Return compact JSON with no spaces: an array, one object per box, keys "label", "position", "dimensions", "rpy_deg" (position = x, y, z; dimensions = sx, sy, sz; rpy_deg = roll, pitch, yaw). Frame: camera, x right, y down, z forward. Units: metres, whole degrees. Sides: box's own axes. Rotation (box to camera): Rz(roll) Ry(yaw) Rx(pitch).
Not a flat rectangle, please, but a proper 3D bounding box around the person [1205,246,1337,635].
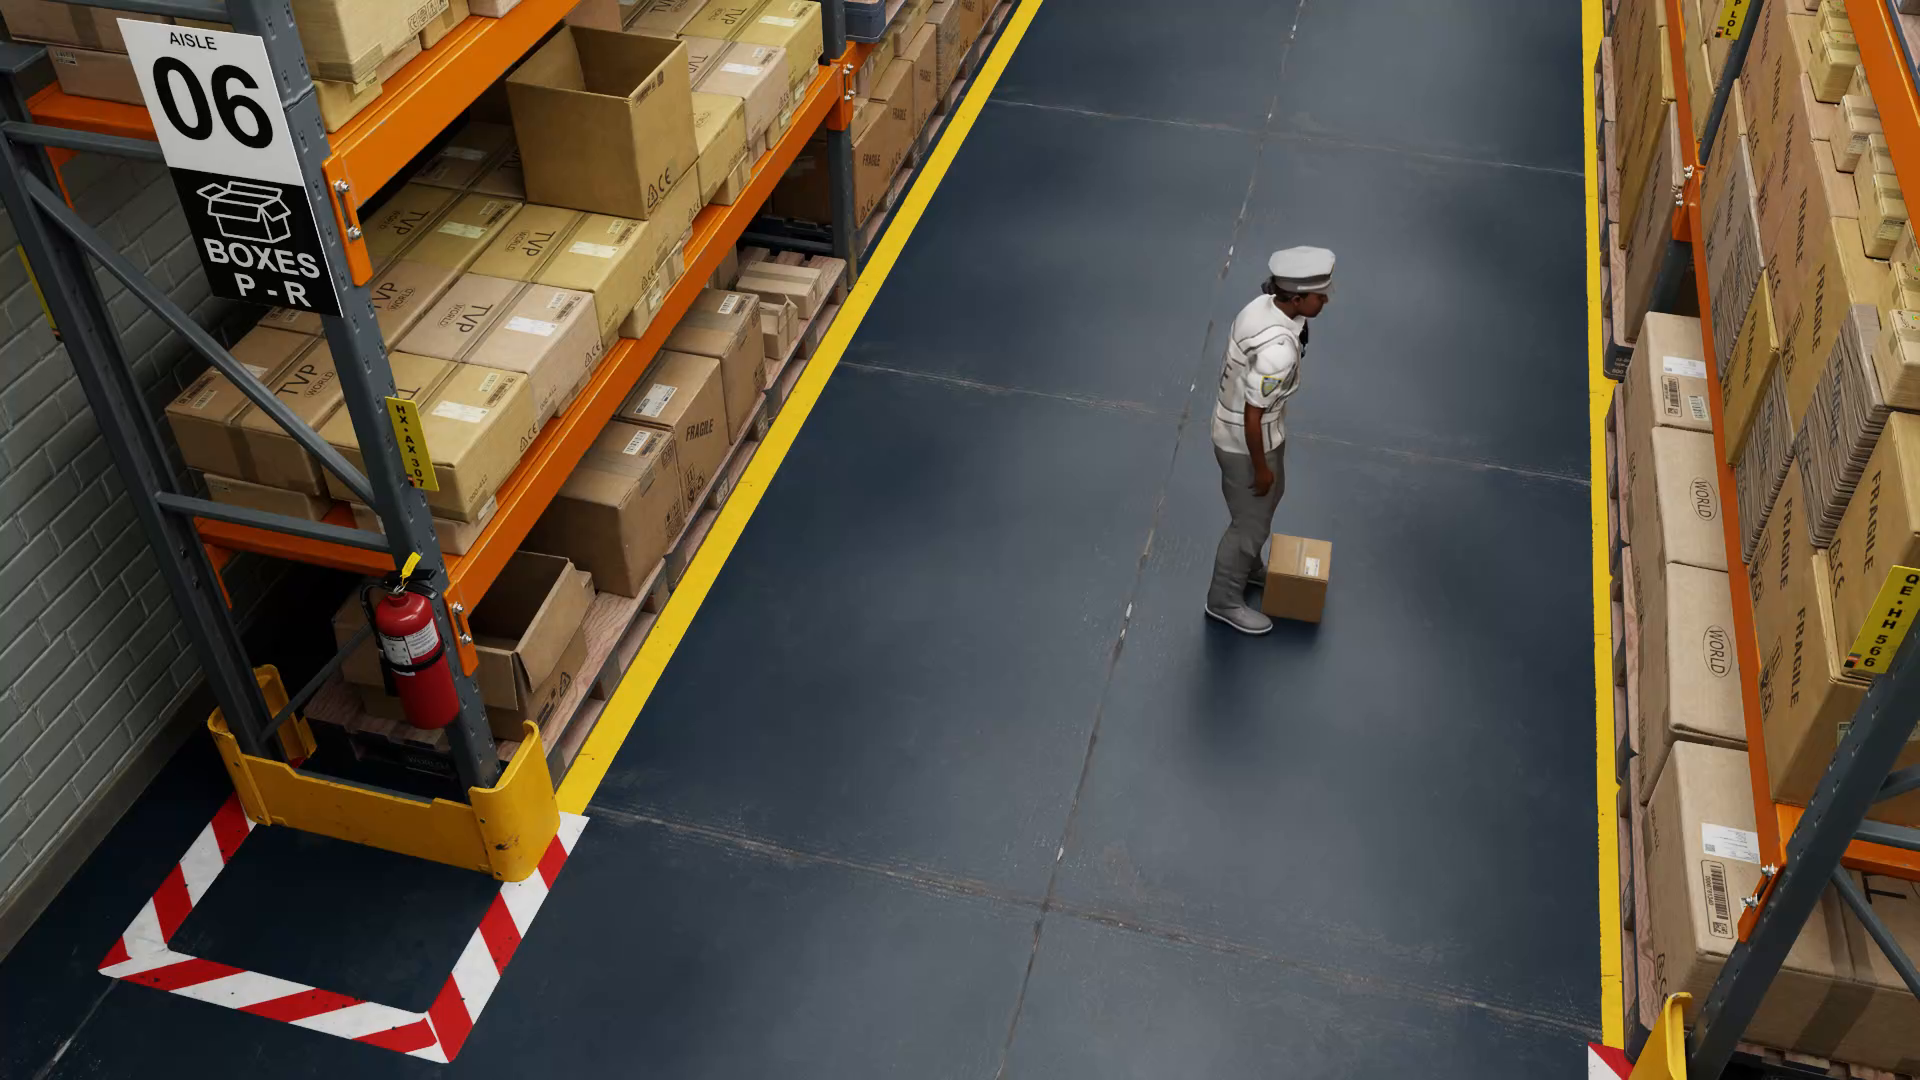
[{"label":"person","position":[1.207,-0.401,6.617],"dimensions":[0.428,1.657,0.529],"rpy_deg":[8,42,9]}]
